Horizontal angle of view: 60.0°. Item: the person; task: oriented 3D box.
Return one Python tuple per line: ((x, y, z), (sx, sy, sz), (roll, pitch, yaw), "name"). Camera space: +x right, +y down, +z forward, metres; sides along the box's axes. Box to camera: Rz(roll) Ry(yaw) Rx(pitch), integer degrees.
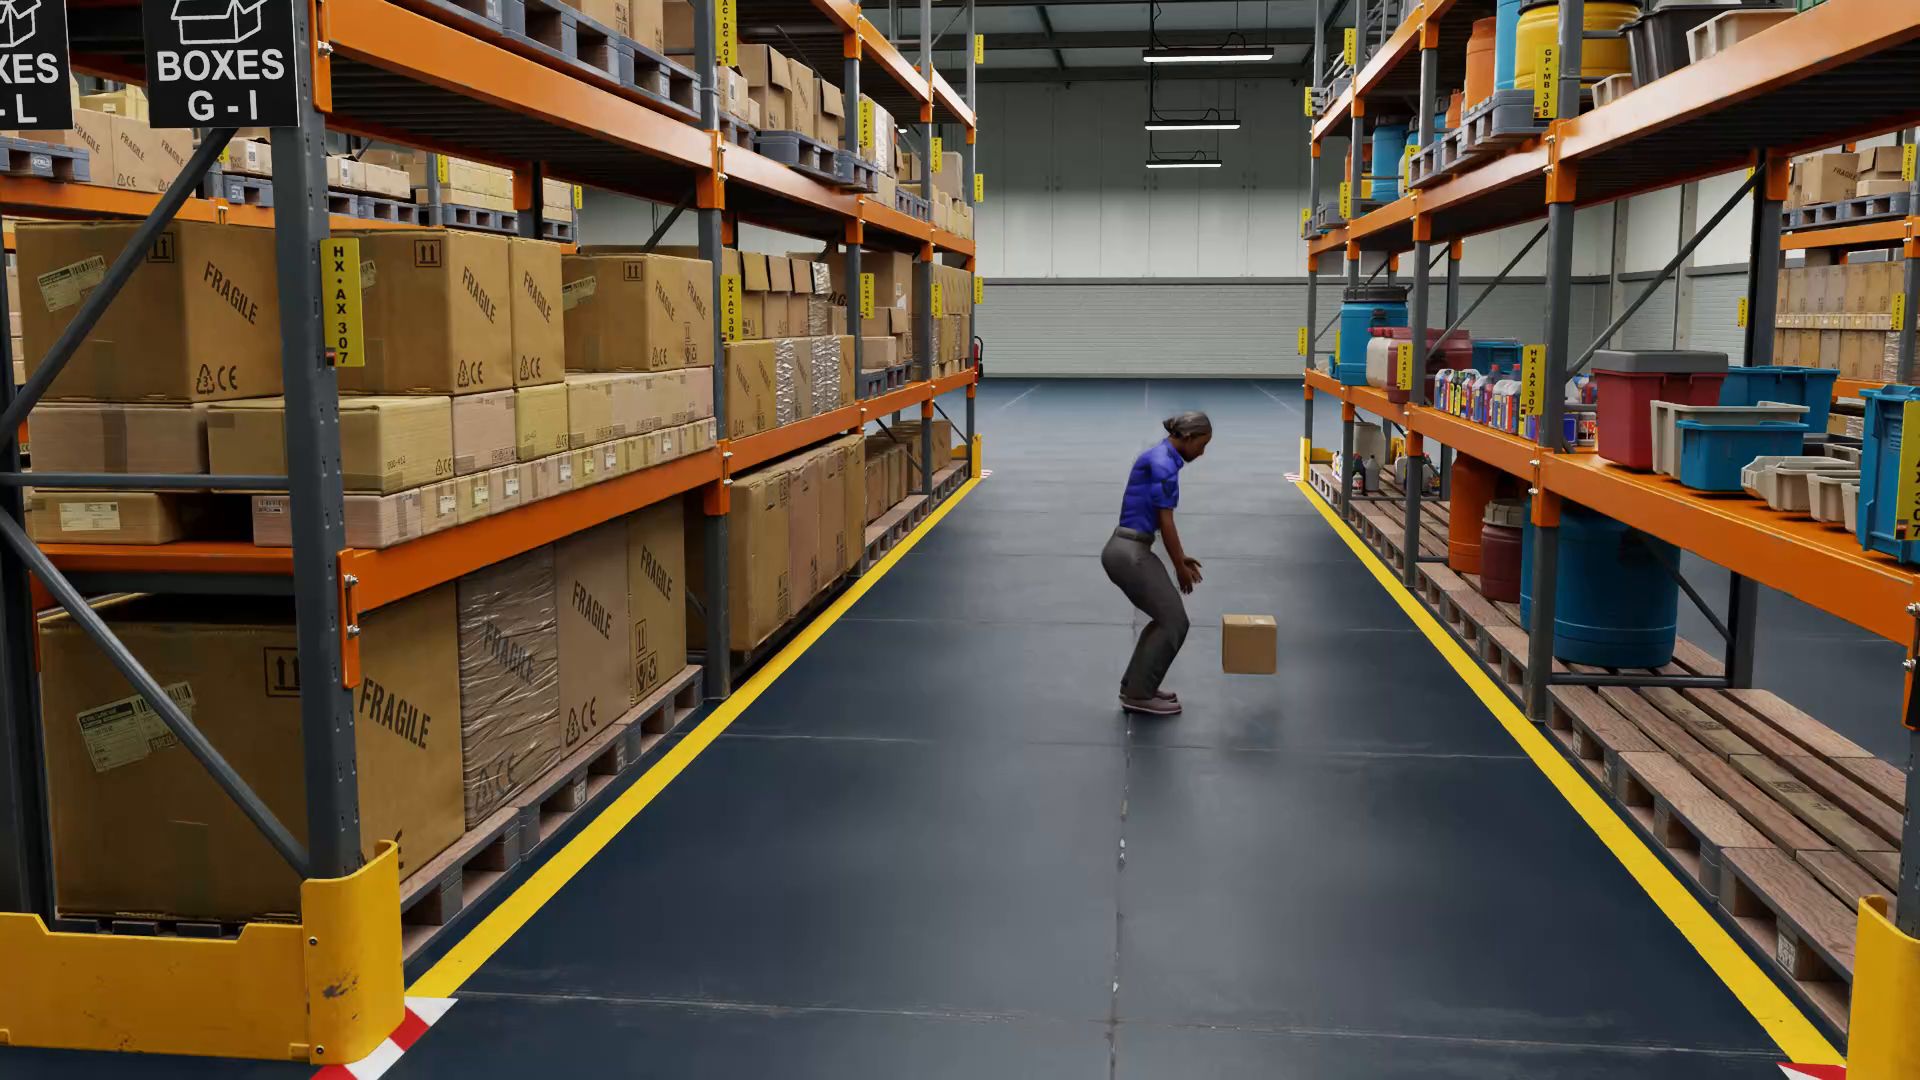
((0.970, 0.101, 8.264), (0.534, 1.487, 0.487), (1, 8, 7), "person")
